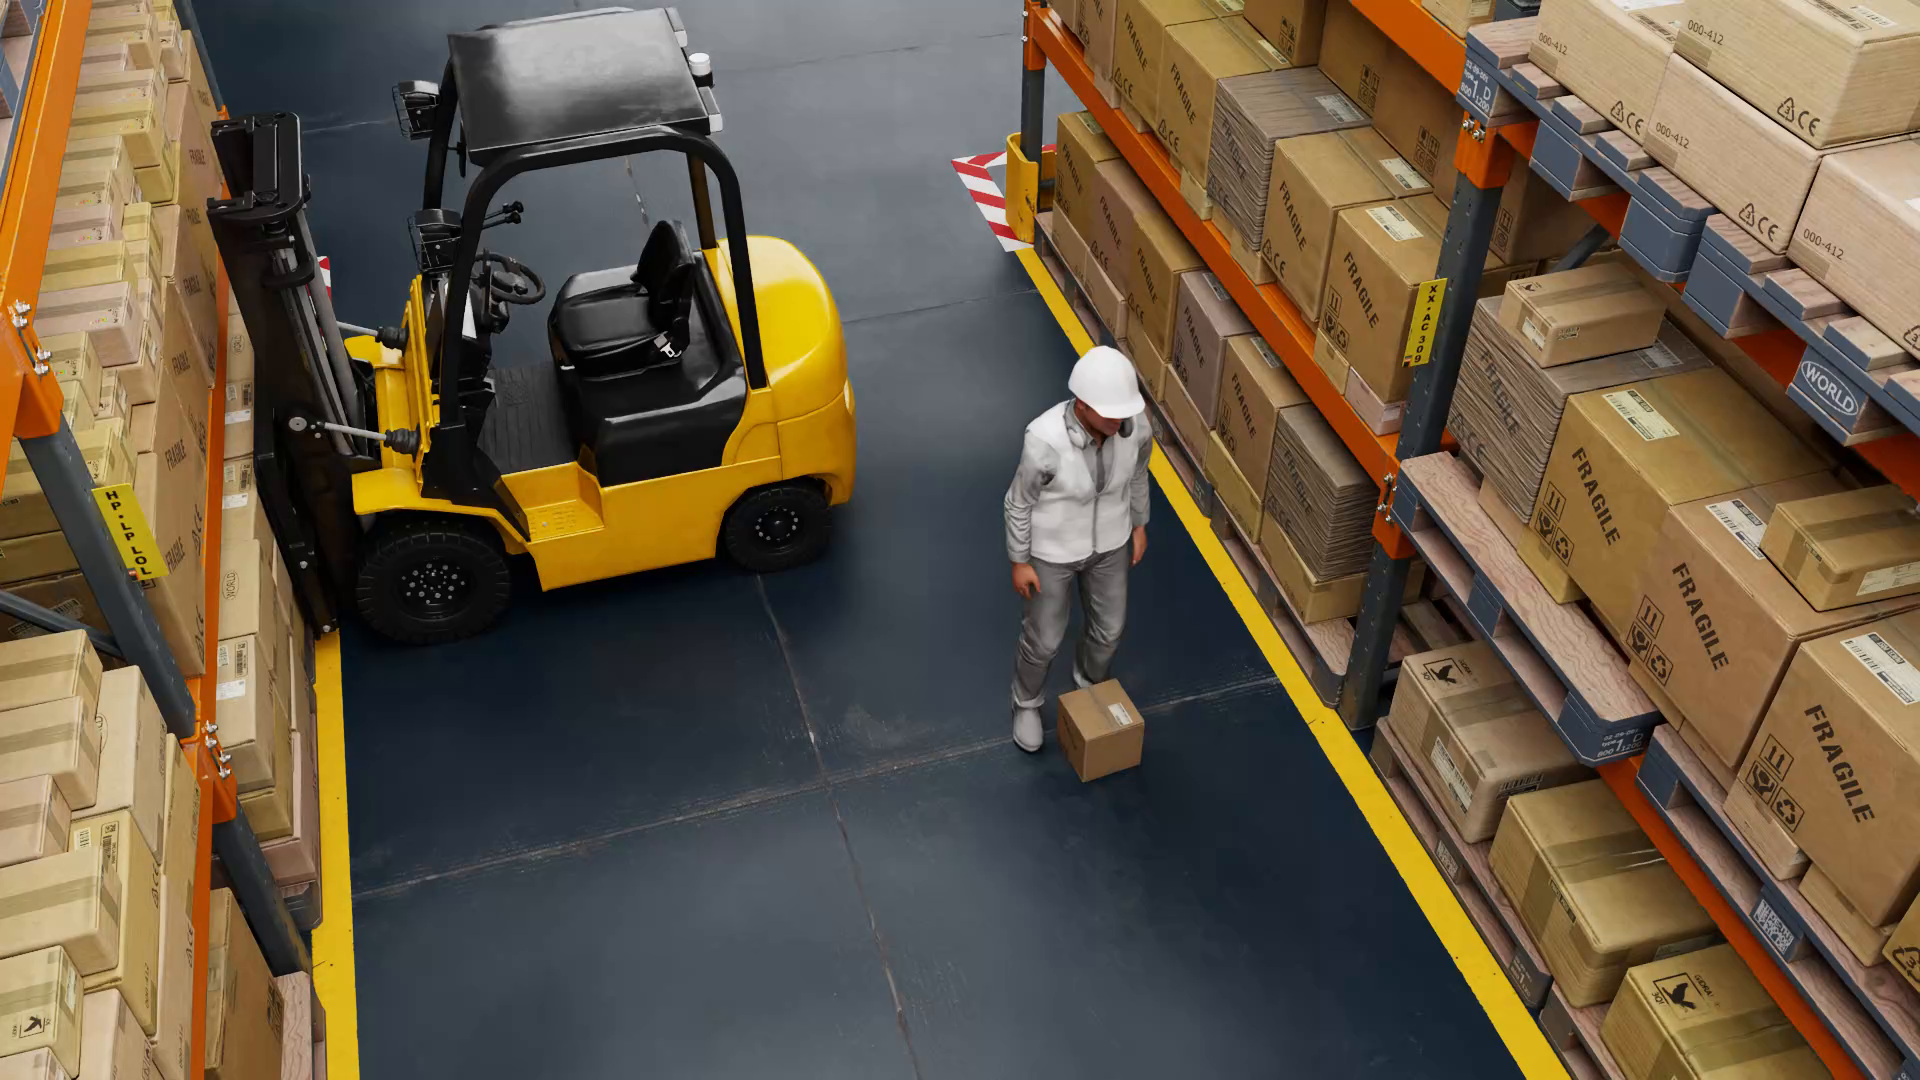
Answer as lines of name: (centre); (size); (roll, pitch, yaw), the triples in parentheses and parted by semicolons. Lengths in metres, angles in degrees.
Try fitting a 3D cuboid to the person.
person: (0.440, 0.012, 6.127); (0.582, 1.770, 0.470); (-17, 45, -18)
